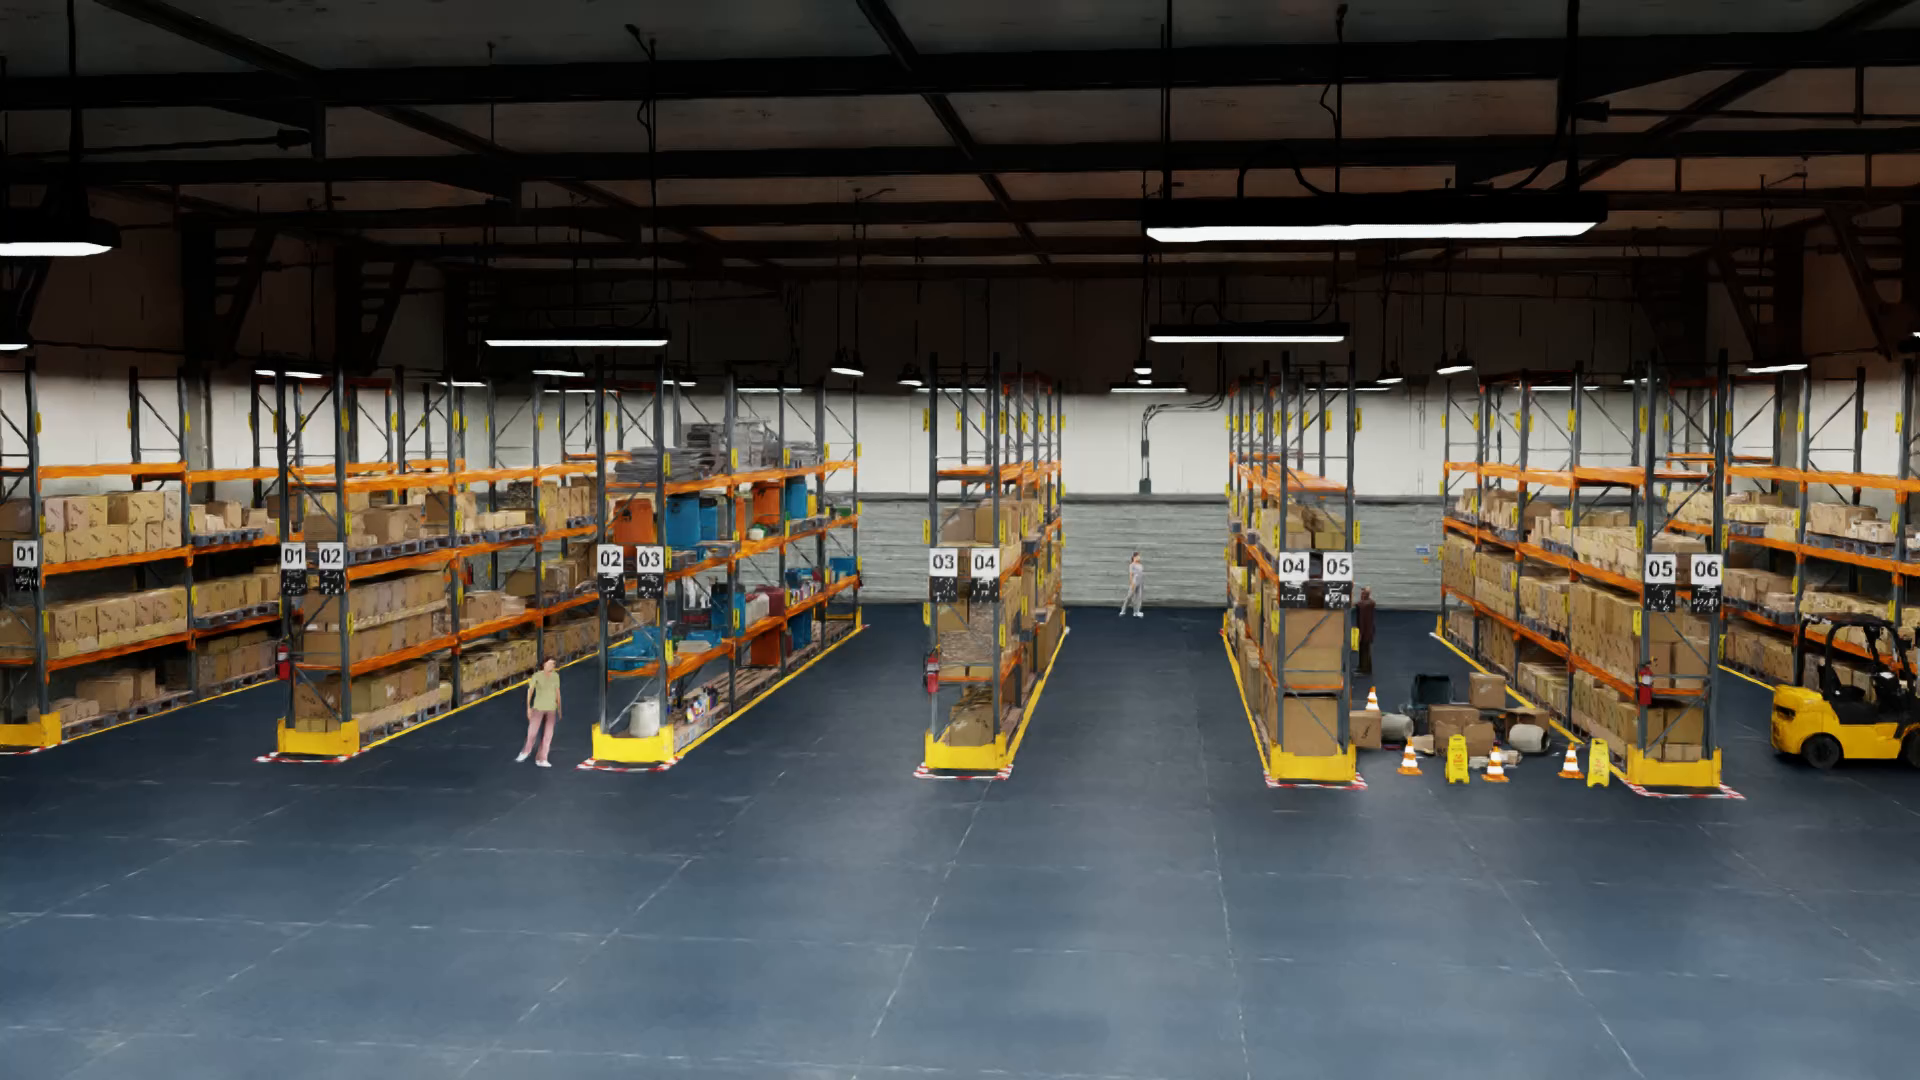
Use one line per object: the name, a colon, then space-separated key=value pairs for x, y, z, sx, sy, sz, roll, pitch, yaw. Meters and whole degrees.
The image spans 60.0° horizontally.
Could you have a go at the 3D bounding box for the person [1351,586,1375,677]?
person: x=7.912 y=1.784 z=32.712 sx=0.557 sy=1.781 sz=0.631 roll=3 pitch=5 yaw=36

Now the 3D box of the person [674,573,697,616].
person: x=-6.963 y=1.149 z=42.291 sx=0.596 sy=1.746 sz=0.968 roll=-1 pitch=4 yaw=-16

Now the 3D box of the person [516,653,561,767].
person: x=-6.136 y=2.466 z=24.209 sx=0.636 sy=1.658 sz=0.477 roll=-2 pitch=5 yaw=-31

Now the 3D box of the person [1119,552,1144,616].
person: x=4.424 y=1.135 z=43.009 sx=0.643 sy=1.666 sz=0.467 roll=-3 pitch=5 yaw=-39

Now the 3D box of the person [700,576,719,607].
person: x=-5.449 y=1.589 z=36.854 sx=0.639 sy=1.632 sz=0.496 roll=0 pitch=4 yaw=5
